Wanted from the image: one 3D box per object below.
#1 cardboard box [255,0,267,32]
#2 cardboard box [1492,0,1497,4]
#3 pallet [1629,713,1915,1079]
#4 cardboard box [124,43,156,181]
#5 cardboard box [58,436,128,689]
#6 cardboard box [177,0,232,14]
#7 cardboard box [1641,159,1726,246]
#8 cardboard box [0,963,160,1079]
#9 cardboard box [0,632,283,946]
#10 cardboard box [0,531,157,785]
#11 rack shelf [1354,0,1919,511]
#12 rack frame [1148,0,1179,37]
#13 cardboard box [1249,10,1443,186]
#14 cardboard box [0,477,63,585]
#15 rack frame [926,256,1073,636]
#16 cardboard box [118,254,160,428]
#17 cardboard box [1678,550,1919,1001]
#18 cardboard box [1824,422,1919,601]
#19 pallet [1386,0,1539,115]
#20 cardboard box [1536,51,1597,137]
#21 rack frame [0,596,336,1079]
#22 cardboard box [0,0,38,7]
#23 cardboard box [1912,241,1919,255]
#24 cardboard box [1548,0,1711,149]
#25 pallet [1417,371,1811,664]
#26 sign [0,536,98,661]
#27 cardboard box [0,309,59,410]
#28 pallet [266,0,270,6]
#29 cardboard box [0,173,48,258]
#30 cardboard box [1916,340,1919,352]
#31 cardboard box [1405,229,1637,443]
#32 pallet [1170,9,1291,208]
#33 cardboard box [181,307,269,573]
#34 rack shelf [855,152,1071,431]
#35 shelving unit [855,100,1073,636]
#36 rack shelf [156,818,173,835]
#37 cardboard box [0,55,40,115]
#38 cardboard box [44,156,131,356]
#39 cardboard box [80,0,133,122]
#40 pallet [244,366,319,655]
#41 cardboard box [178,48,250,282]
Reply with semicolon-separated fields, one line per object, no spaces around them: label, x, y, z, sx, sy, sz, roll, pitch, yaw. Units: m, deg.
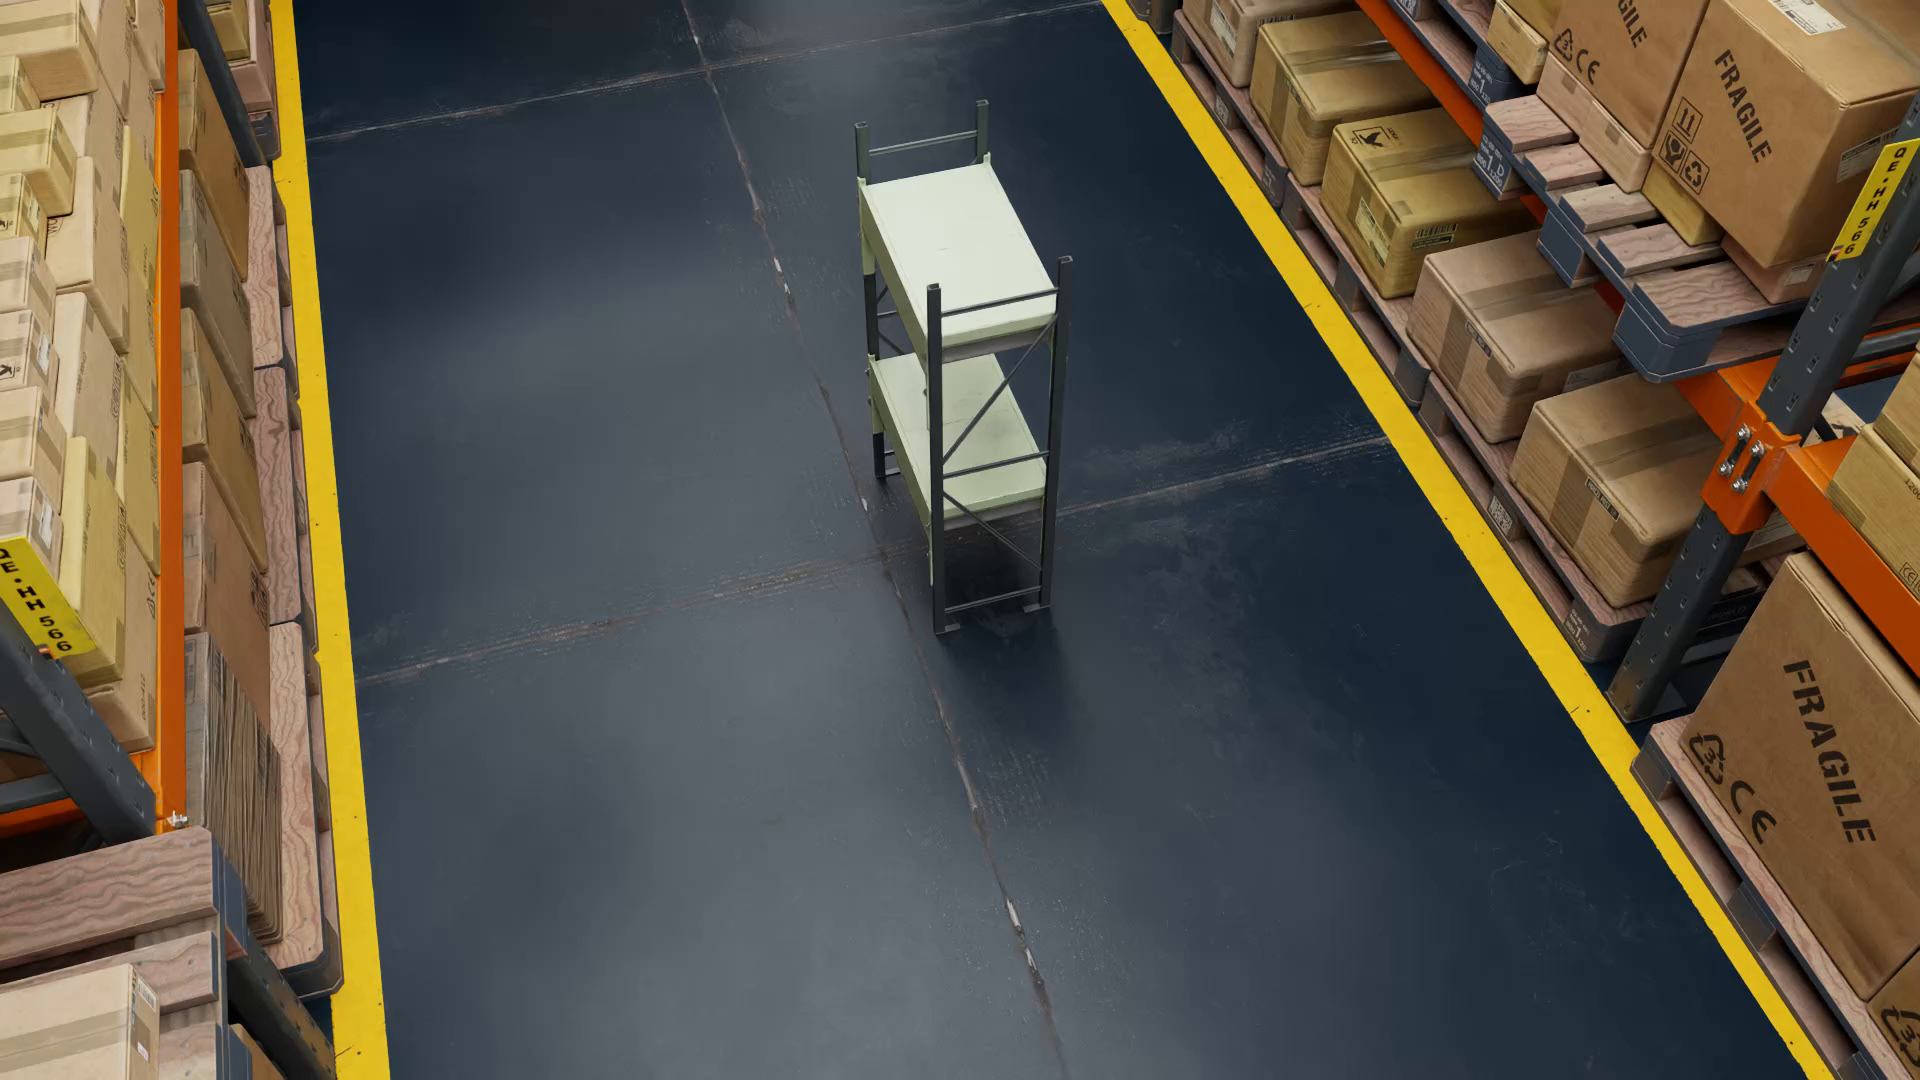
cardboard box;-3.355;-2.379;7.317;0.500;0.250;0.500;-14;51;-12
cardboard box;1.857;-1.727;5.134;0.380;0.149;0.250;-13;51;-11
pallet;2.721;0.954;4.808;1.003;0.211;1.213;-13;51;-11
cardboard box;-2.693;-1.242;4.933;0.500;0.250;0.500;-13;51;-11
cardboard box;-2.055;0.089;3.484;0.500;0.250;0.500;-13;51;-11
cardboard box;-3.207;-2.330;6.622;0.500;0.250;0.500;-14;51;-12
cardboard box;2.090;-0.958;4.485;0.380;0.149;0.250;-13;51;-10
cardboard box;-1.620;0.926;2.897;0.380;0.149;0.250;-12;51;-10
cardboard box;-2.352;0.759;4.427;0.875;0.625;0.625;-12;51;-10
cardboard box;-2.079;0.256;3.670;0.500;0.250;0.500;-13;51;-11
rack shelf;1.968;-1.767;5.748;1.077;0.370;4.000;-13;51;-11
rack frame;1.377;-3.459;6.704;1.000;3.000;0.127;-13;51;-11
cardboard box;1.750;-1.841;6.784;0.950;0.372;0.625;-10;51;-9
cardboard box;-1.994;0.046;3.259;0.380;0.149;0.250;-12;51;-10
rack frame;0.106;-0.221;4.955;0.400;1.500;0.023;-13;51;-11
cardboard box;-2.382;-0.487;4.297;0.500;0.250;0.500;-15;51;-12
cardboard box;2.685;0.535;4.452;0.875;0.875;0.875;-14;51;-11
cardboard box;2.464;-0.075;3.950;0.500;0.250;0.500;-14;51;-12
pallet;1.935;-1.913;5.526;1.003;0.211;1.213;-13;51;-11
cardboard box;1.905;-1.317;4.788;0.380;0.149;0.250;-16;52;-13
rack frame;-2.181;0.587;3.293;1.000;3.000;0.127;-13;51;-11
cardboard box;-2.645;-1.450;4.521;0.380;0.149;0.250;-13;51;-11
cardboard box;2.641;-0.872;4.413;0.380;0.149;0.250;-16;52;-13
cardboard box;1.996;-1.446;4.472;0.500;0.500;0.500;-14;51;-12
pallet;2.330;-0.210;5.789;1.003;0.211;1.213;-13;51;-11
sign;-1.665;0.110;2.990;0.100;0.325;0.005;-13;51;-11
cardboard box;-2.174;-0.330;3.577;0.380;0.149;0.250;-12;51;-10
pallet;-3.923;-2.919;8.072;1.003;0.211;1.213;-13;51;-11
cardboard box;-2.367;-0.695;3.884;0.380;0.149;0.250;-13;51;-11
cardboard box;2.472;-0.477;3.471;0.500;0.500;0.500;-15;51;-12
cardboard box;2.176;-0.778;5.888;0.950;0.372;0.625;-14;51;-12
pallet;1.608;-1.992;7.291;1.003;0.211;1.213;-13;51;-11
cardboard box;-2.752;-0.209;5.242;0.875;0.625;0.625;-15;52;-12
rack shelf;-0.002;-0.740;4.882;0.431;0.370;0.720;-13;51;-11
shelving unit;-0.002;-0.488;5.181;0.431;1.500;0.755;-13;51;-11
rack shelf;-1.589;2.280;2.337;1.077;0.370;4.000;-13;51;-11
cardboard box;-2.555;-1.062;4.194;0.380;0.149;0.250;-13;51;-11
cardboard box;-2.363;-0.657;4.113;0.500;0.250;0.500;-14;51;-12
cardboard box;-2.670;-1.398;4.737;0.500;0.250;0.500;-12;51;-10
pallet;-2.744;-0.014;5.623;1.003;0.211;1.213;-13;51;-11
cardboard box;-3.199;-1.326;6.184;0.875;0.625;0.625;-11;51;-9
